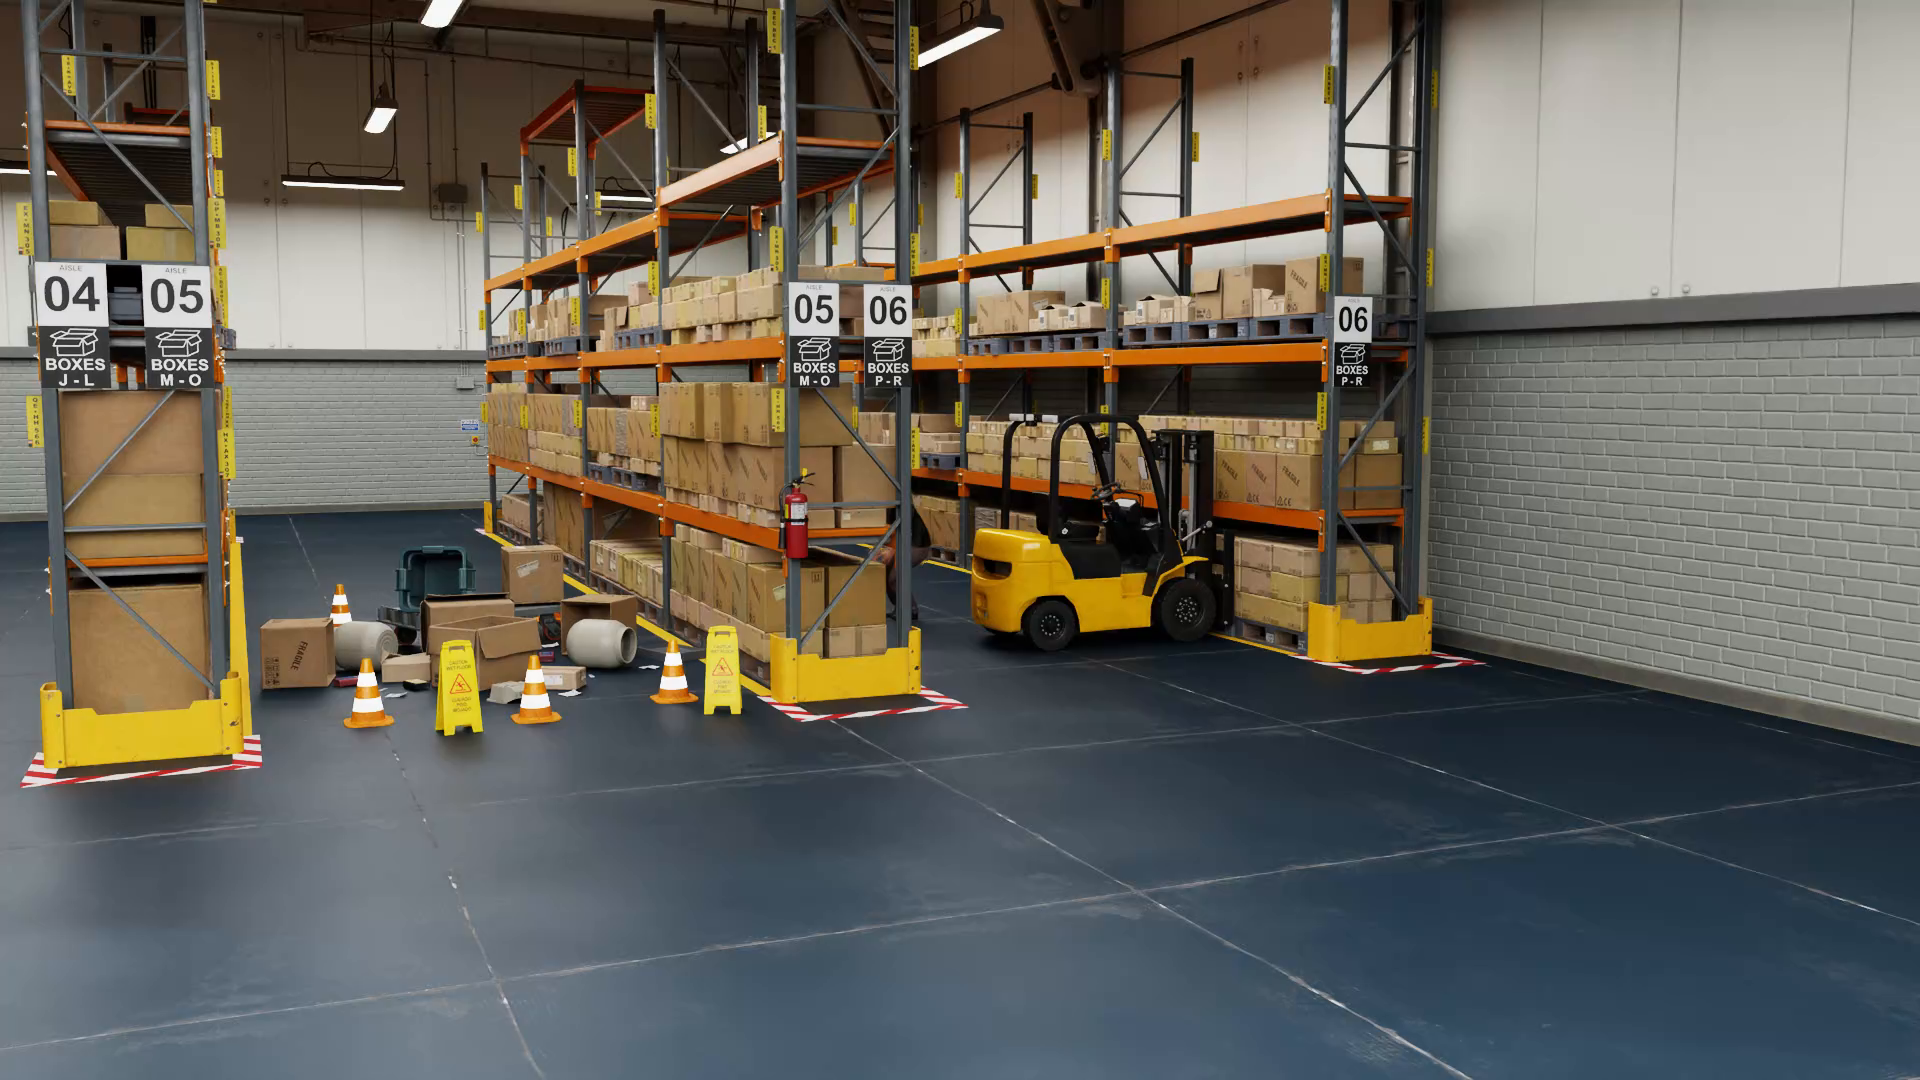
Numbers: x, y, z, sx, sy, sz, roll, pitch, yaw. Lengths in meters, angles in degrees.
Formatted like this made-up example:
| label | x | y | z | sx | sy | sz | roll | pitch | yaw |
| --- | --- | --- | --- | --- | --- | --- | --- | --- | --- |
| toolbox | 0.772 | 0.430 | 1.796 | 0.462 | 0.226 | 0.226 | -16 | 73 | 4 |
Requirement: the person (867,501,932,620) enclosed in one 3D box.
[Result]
| label | x | y | z | sx | sy | sz | roll | pitch | yaw |
| --- | --- | --- | --- | --- | --- | --- | --- | --- | --- |
| person | -0.630 | 0.098 | 17.271 | 0.670 | 1.461 | 0.590 | -2 | 6 | -23 |
